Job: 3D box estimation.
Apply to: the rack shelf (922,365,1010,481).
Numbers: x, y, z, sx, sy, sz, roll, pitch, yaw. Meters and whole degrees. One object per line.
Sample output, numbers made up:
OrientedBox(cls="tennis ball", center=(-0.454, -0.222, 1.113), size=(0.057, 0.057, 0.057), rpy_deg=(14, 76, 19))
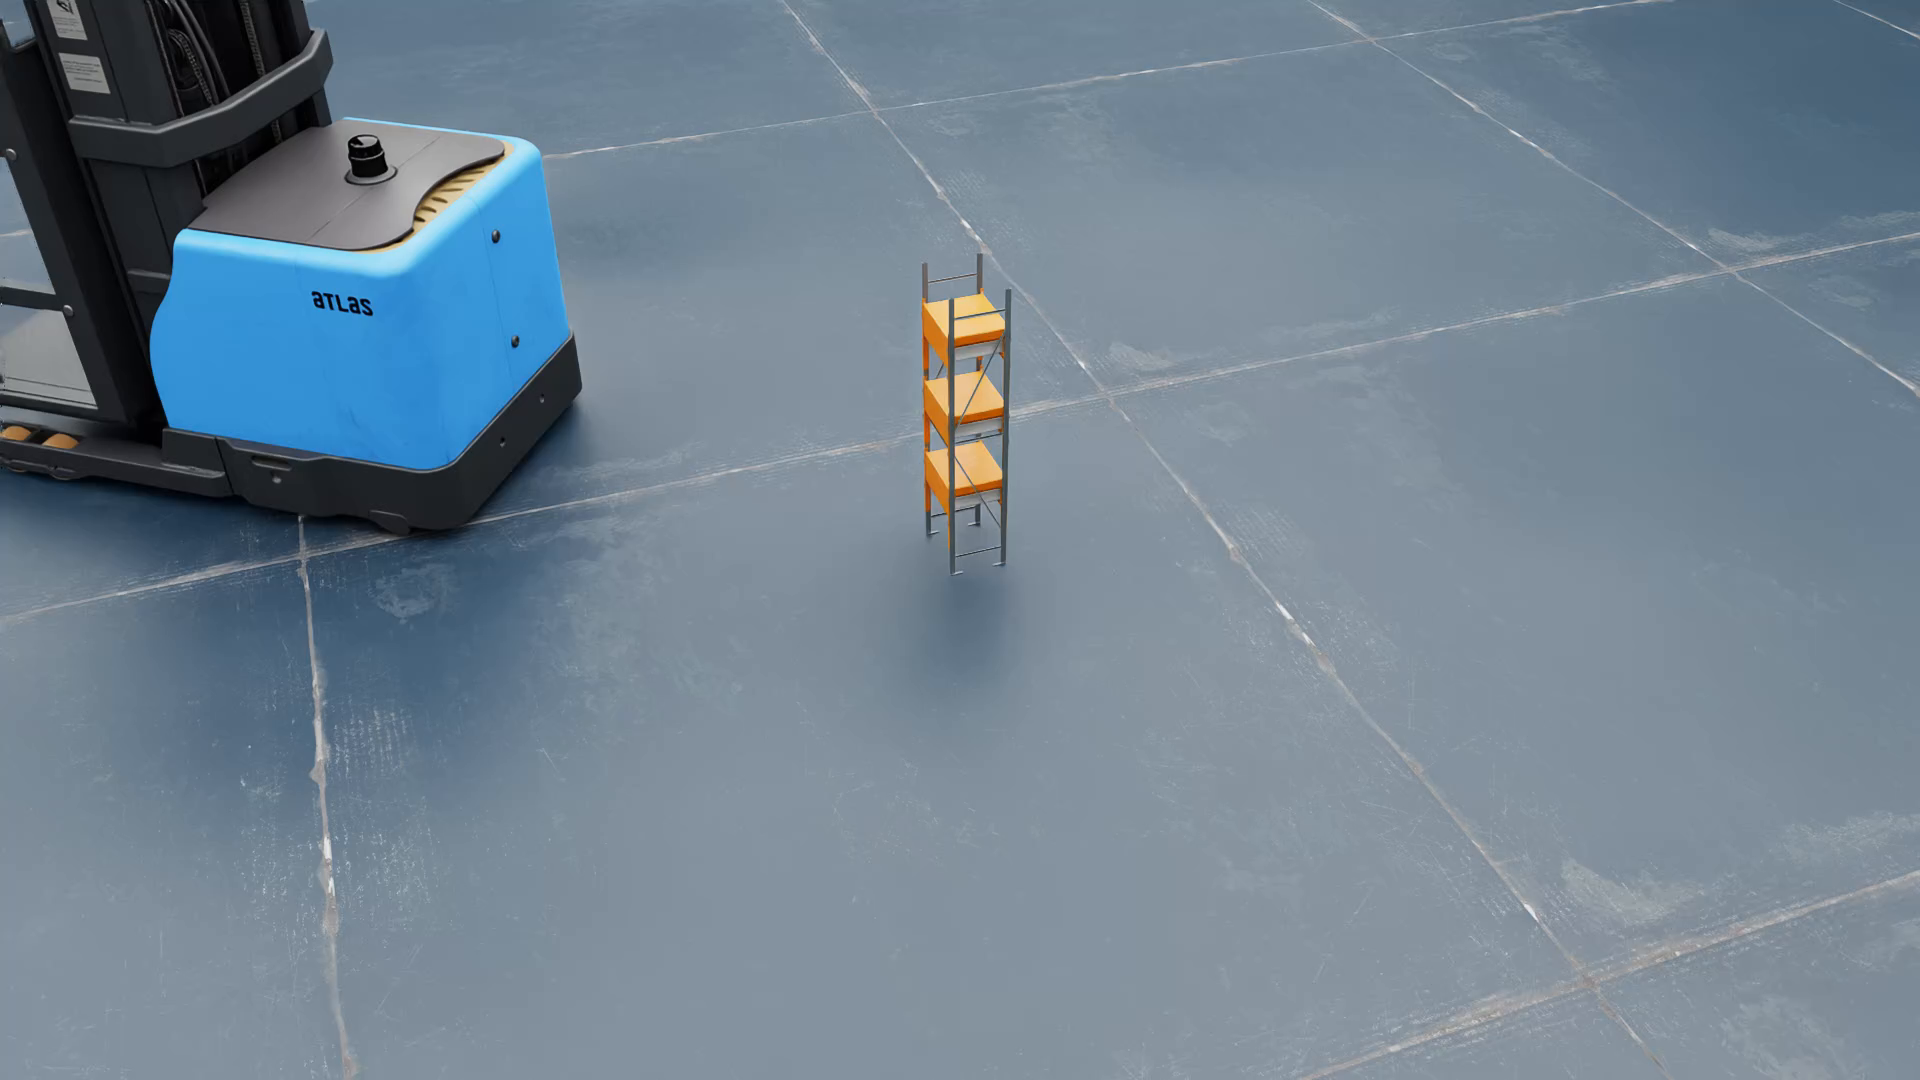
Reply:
OrientedBox(cls="rack shelf", center=(0.018, -0.381, 5.400), size=(0.215, 0.259, 0.240), rpy_deg=(-12, 39, -16))

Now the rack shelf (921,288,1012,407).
OrientedBox(cls="rack shelf", center=(0.018, -0.607, 5.230), size=(0.215, 0.259, 0.240), rpy_deg=(-12, 39, -16))

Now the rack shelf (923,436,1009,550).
OrientedBox(cls="rack shelf", center=(0.018, -0.159, 5.568), size=(0.215, 0.259, 0.240), rpy_deg=(-12, 39, -16))

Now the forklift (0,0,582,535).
OrientedBox(cls="forklift", center=(-3.031, -1.681, 5.546), size=(3.031, 2.935, 1.130), rpy_deg=(10, 38, 12))

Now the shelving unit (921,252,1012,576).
OrientedBox(cls="shelving unit", center=(0.018, -0.389, 5.394), size=(0.215, 1.050, 0.252), rpy_deg=(-12, 39, -16))

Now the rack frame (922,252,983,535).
OrientedBox(cls="rack frame", center=(-0.024, -0.458, 5.485), size=(0.200, 1.050, 0.008), rpy_deg=(-12, 39, -16))

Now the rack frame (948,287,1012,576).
OrientedBox(cls="rack frame", center=(0.060, -0.320, 5.302), size=(0.200, 1.050, 0.008), rpy_deg=(-12, 39, -16))
